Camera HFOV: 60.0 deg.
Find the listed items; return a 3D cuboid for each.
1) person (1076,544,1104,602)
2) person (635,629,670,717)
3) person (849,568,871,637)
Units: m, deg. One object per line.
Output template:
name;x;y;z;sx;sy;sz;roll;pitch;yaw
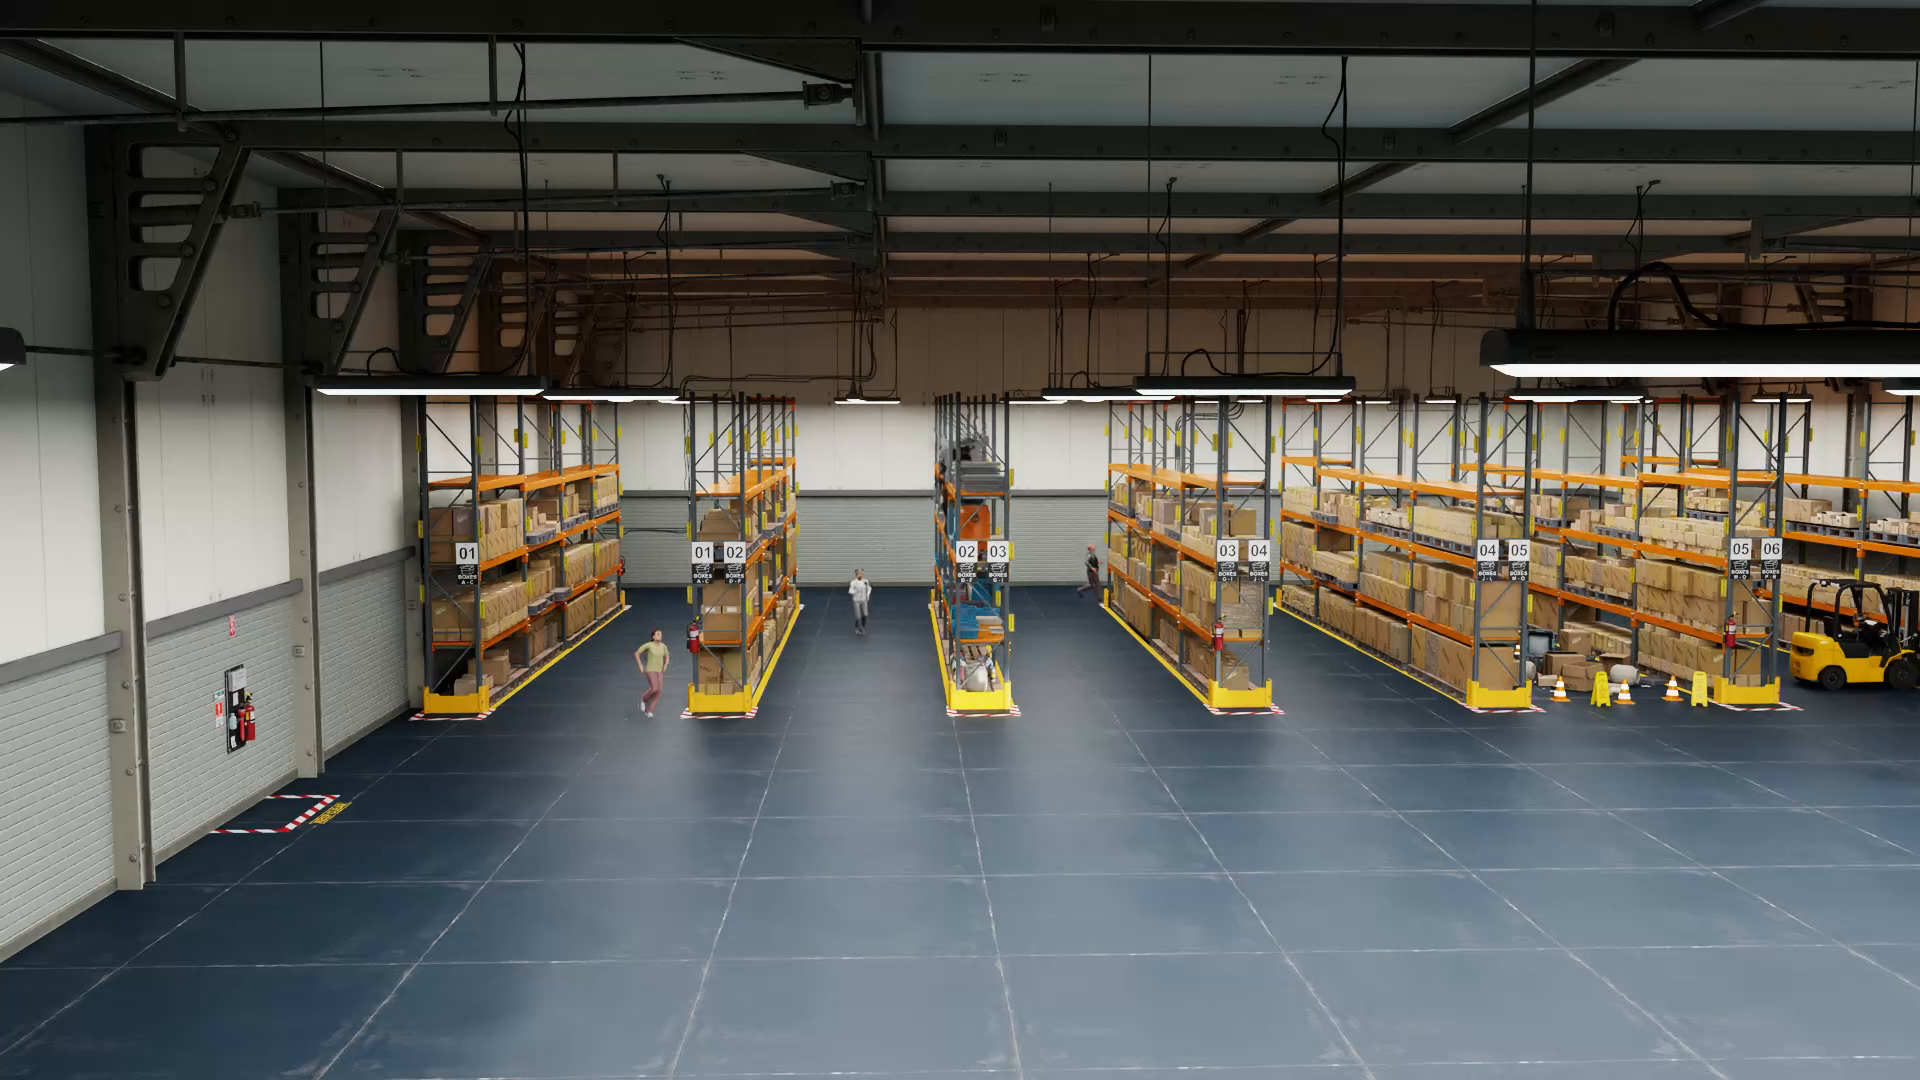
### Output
person;3.850;0.967;48.755;0.897;1.696;0.668;0;5;3
person;-5.625;2.457;30.818;0.625;1.615;0.517;-4;6;-42
person;-2.477;1.559;41.542;0.592;1.728;0.659;-1;5;-12
